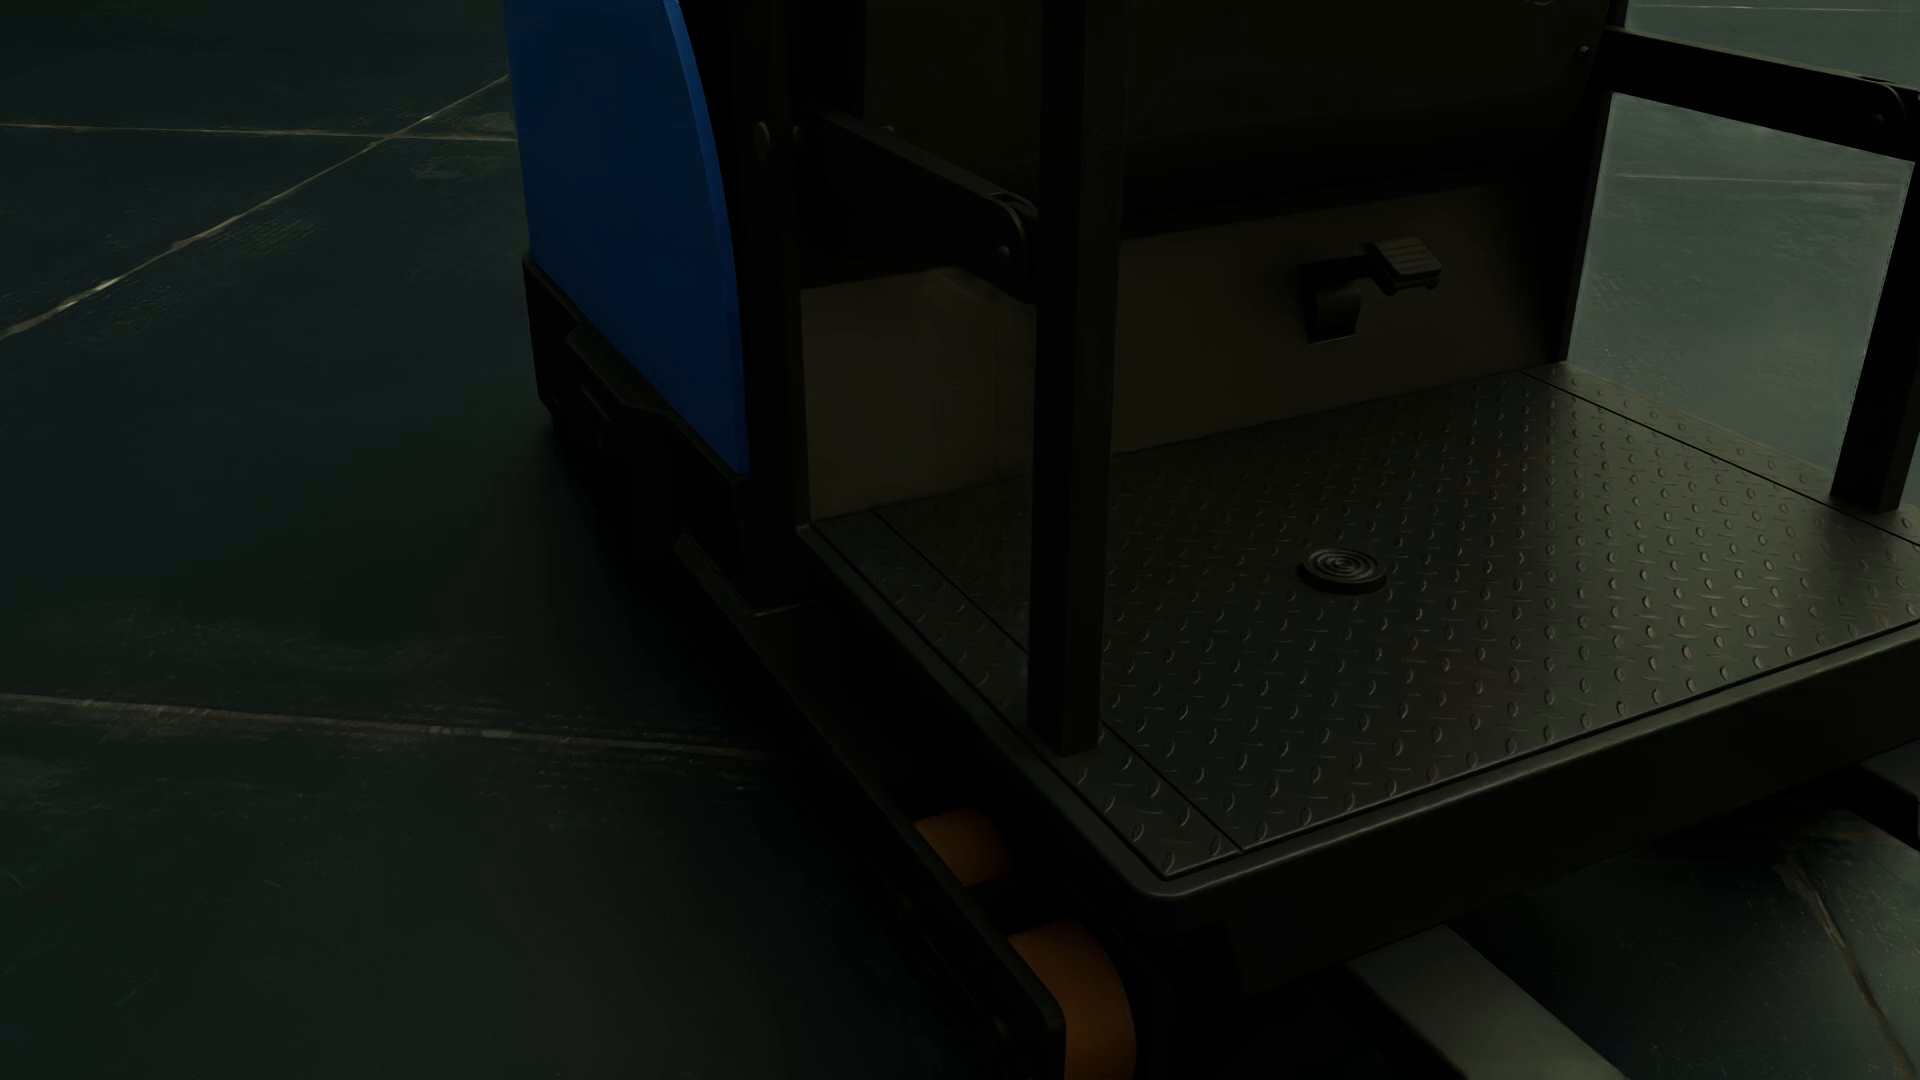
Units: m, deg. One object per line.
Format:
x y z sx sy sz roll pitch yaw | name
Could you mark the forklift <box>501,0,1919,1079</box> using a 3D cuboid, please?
0.401 -1.032 1.286 1.130 2.935 3.031 -13 29 -24 | forklift
